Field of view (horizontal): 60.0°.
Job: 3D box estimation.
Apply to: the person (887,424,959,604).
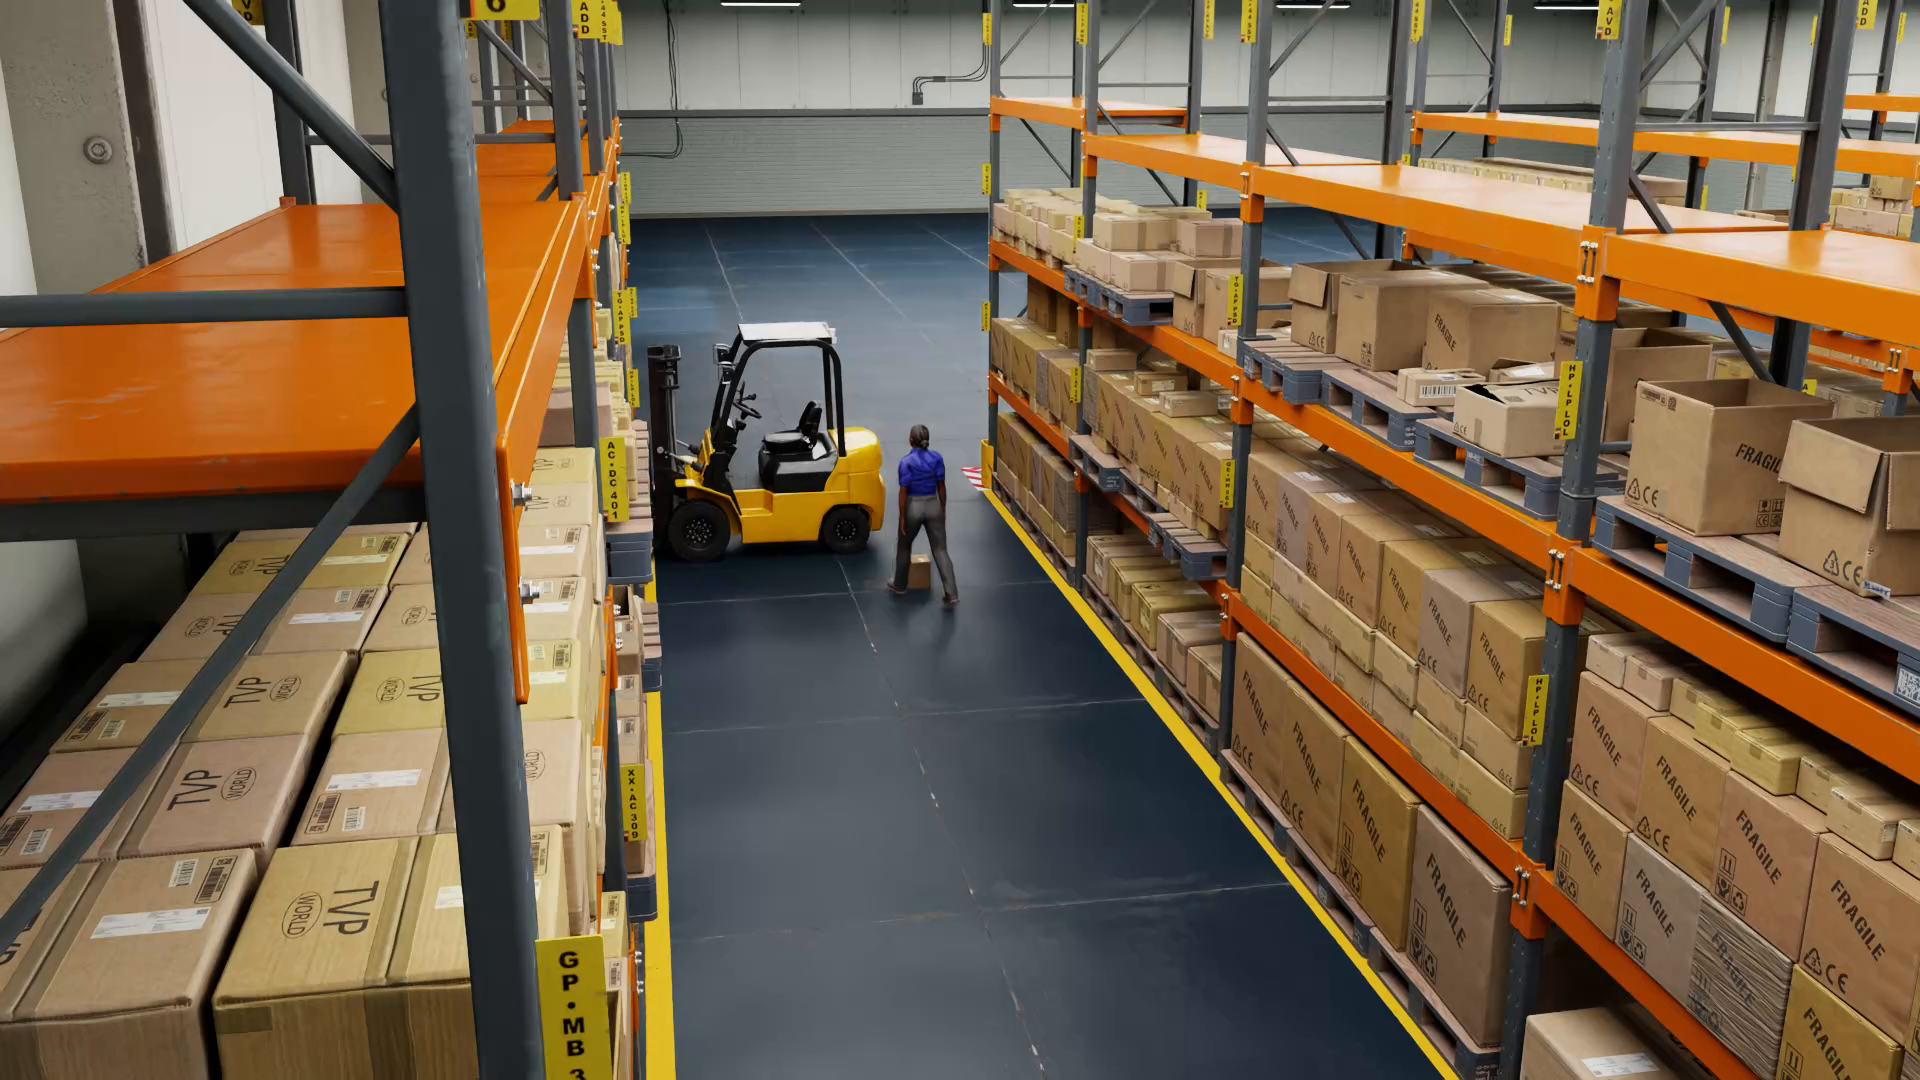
[{"bbox_3d":[-0.345,-0.251,14.881,0.471,1.618,0.878,-6,17,-19],"label":"person"}]
